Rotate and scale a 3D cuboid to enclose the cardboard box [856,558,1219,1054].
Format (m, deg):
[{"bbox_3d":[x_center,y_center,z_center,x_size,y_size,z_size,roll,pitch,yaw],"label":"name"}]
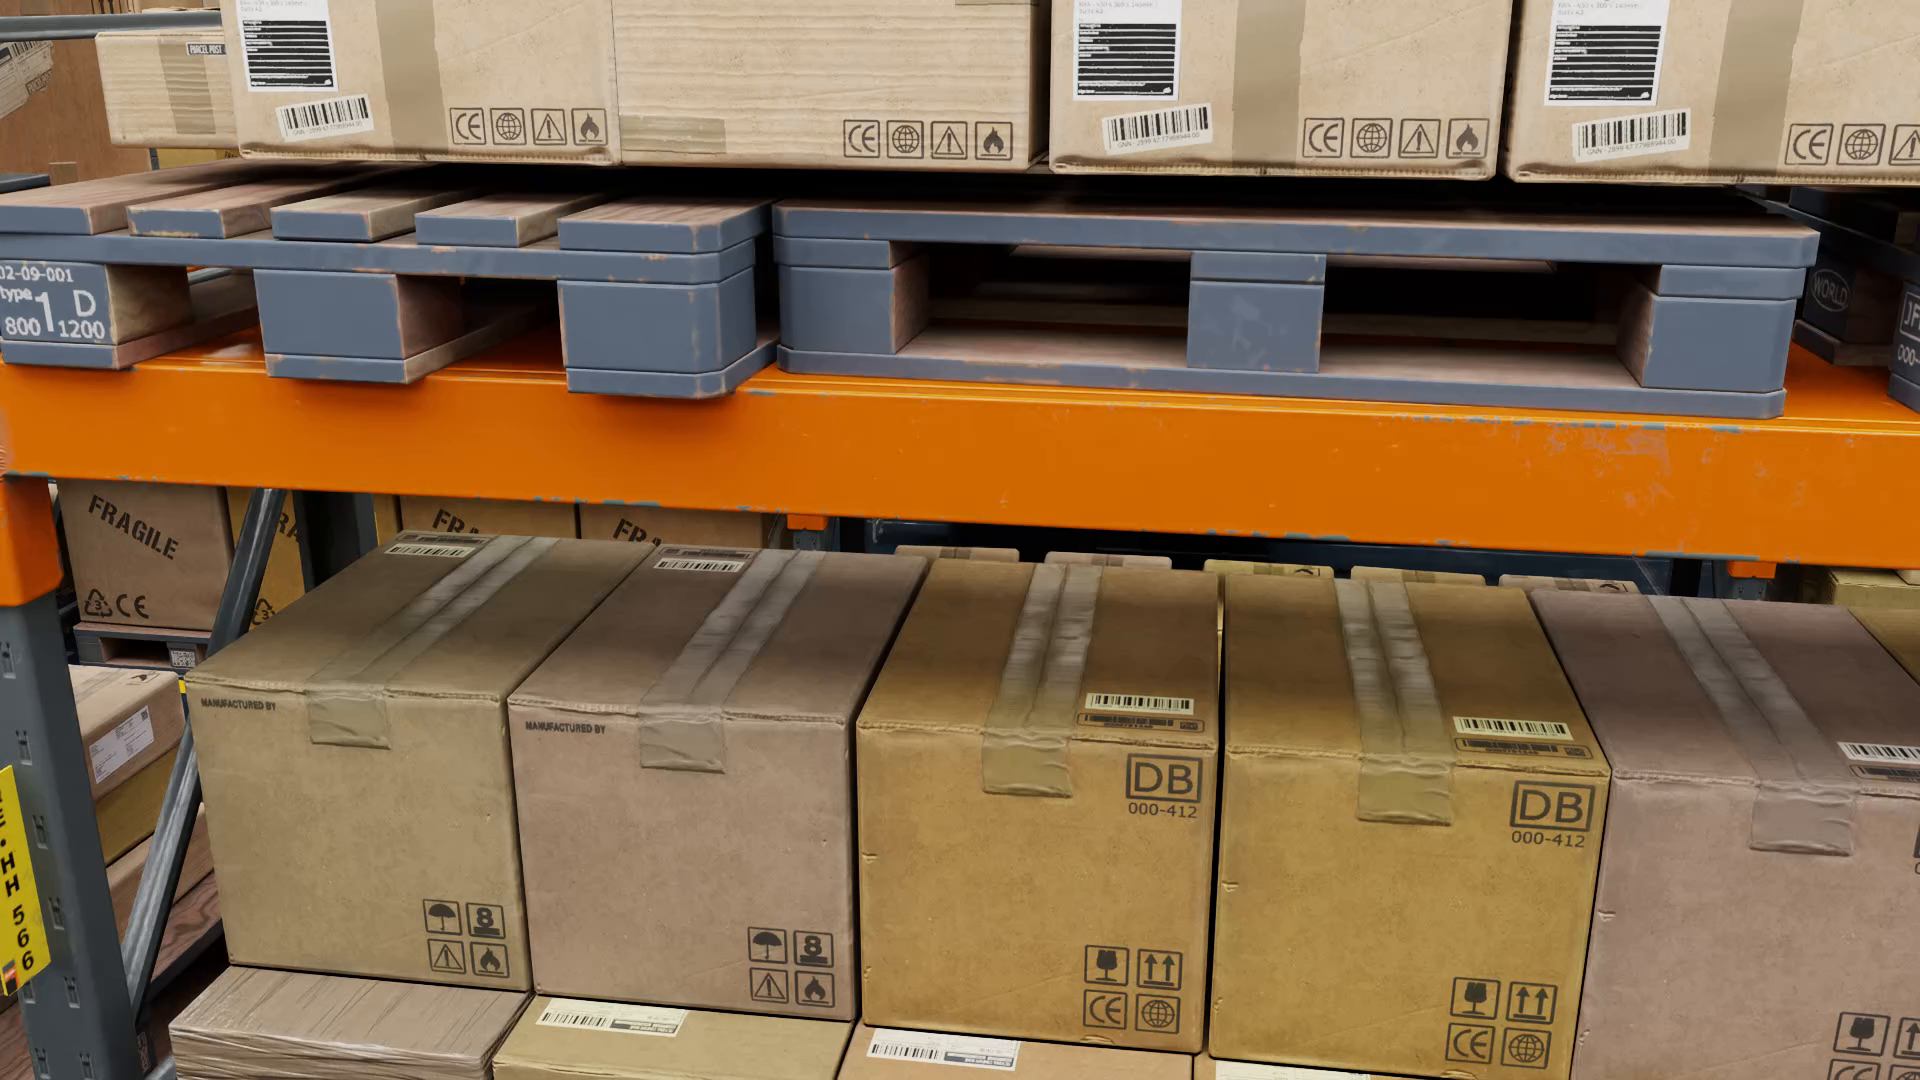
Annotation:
[{"bbox_3d":[0.152,0.388,2.683,0.500,0.500,0.700,3,19,8],"label":"cardboard box"}]

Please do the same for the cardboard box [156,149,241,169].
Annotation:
[{"bbox_3d":[-5.840,-2.923,12.898,0.500,0.500,0.500,3,19,10],"label":"cardboard box"}]

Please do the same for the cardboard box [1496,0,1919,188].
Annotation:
[{"bbox_3d":[0.887,-0.611,1.996,0.500,0.311,0.500,2,19,7],"label":"cardboard box"}]

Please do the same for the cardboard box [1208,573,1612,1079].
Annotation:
[{"bbox_3d":[0.656,0.413,2.607,0.500,0.500,0.700,3,19,8],"label":"cardboard box"}]

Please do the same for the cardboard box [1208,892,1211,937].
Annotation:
[{"bbox_3d":[0.683,0.800,3.028,0.500,0.500,0.500,3,19,10],"label":"cardboard box"}]

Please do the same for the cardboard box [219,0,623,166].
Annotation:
[{"bbox_3d":[-0.617,-0.688,2.226,0.500,0.311,0.500,3,19,9],"label":"cardboard box"}]

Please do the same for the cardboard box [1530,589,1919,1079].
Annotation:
[{"bbox_3d":[1.155,0.439,2.530,0.500,0.500,0.700,3,19,9],"label":"cardboard box"}]

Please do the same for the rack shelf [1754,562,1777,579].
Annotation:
[{"bbox_3d":[5.313,-0.079,6.946,4.000,0.370,1.077,3,19,9],"label":"rack shelf"}]

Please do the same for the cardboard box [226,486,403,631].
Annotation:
[{"bbox_3d":[-3.042,-0.066,8.460,0.875,0.875,0.875,3,19,10],"label":"cardboard box"}]

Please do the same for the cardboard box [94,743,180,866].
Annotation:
[{"bbox_3d":[-1.742,0.525,3.271,0.250,0.149,0.380,4,19,11],"label":"cardboard box"}]

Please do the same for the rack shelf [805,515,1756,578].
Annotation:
[{"bbox_3d":[1.364,-0.281,7.548,4.000,0.370,1.077,3,19,9],"label":"rack shelf"}]

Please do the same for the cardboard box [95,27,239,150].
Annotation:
[{"bbox_3d":[-0.992,-0.650,2.366,0.250,0.149,0.380,2,19,6],"label":"cardboard box"}]

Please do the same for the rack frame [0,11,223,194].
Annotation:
[{"bbox_3d":[-1.296,-2.011,2.133,0.127,3.000,1.000,3,19,9],"label":"rack frame"}]

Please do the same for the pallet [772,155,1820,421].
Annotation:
[{"bbox_3d":[0.452,-0.428,2.426,1.213,0.211,1.003,4,19,11],"label":"pallet"}]

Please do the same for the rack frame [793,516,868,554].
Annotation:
[{"bbox_3d":[-0.611,-0.722,7.735,0.127,3.000,1.000,3,19,9],"label":"rack frame"}]

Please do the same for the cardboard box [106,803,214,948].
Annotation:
[{"bbox_3d":[-1.706,0.668,3.314,0.250,0.149,0.380,3,19,8],"label":"cardboard box"}]

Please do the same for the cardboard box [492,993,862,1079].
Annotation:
[{"bbox_3d":[-0.394,0.918,2.675,0.500,0.500,0.500,3,19,8],"label":"cardboard box"}]

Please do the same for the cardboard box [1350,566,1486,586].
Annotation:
[{"bbox_3d":[2.110,0.465,7.665,0.625,0.372,0.950,4,19,12],"label":"cardboard box"}]

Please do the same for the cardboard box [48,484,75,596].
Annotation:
[{"bbox_3d":[-5.163,0.027,8.871,0.875,0.438,0.875,3,19,8],"label":"cardboard box"}]

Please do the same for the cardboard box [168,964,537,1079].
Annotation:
[{"bbox_3d":[-0.896,0.893,2.749,0.500,0.500,0.500,3,19,9],"label":"cardboard box"}]

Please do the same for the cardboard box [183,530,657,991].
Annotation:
[{"bbox_3d":[-0.855,0.338,2.833,0.500,0.500,0.700,3,19,8],"label":"cardboard box"}]

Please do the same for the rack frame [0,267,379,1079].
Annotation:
[{"bbox_3d":[-1.296,0.833,3.085,0.127,3.000,1.000,3,19,9],"label":"rack frame"}]

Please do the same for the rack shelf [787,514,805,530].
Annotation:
[{"bbox_3d":[-2.586,-0.482,8.150,4.000,0.370,1.077,3,19,9],"label":"rack shelf"}]

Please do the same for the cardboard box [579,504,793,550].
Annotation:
[{"bbox_3d":[-1.280,0.025,8.187,0.875,0.875,0.875,3,19,8],"label":"cardboard box"}]

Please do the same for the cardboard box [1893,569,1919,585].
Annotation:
[{"bbox_3d":[3.992,0.060,6.864,0.250,0.149,0.380,3,19,9],"label":"cardboard box"}]

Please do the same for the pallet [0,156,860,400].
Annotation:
[{"bbox_3d":[-0.652,-0.484,2.592,1.003,0.211,1.213,4,19,11],"label":"pallet"}]

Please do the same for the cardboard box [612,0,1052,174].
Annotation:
[{"bbox_3d":[-0.122,-0.634,2.160,0.500,0.250,0.500,3,19,10],"label":"cardboard box"}]

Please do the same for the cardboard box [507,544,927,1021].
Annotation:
[{"bbox_3d":[-0.355,0.363,2.759,0.500,0.500,0.700,3,19,8],"label":"cardboard box"}]

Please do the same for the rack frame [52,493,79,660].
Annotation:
[{"bbox_3d":[-4.560,-0.924,8.336,0.127,3.000,1.000,3,19,9],"label":"rack frame"}]

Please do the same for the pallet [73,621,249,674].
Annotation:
[{"bbox_3d":[-3.787,0.414,8.733,1.213,0.211,1.003,3,19,9],"label":"pallet"}]

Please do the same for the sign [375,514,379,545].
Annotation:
[{"bbox_3d":[-1.212,0.110,3.421,0.005,0.325,0.100,3,19,9],"label":"sign"}]

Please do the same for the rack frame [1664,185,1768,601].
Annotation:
[{"bbox_3d":[3.338,-0.521,7.133,0.127,3.000,1.000,3,19,9],"label":"rack frame"}]

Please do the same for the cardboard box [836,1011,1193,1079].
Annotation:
[{"bbox_3d":[0.104,0.943,2.598,0.500,0.500,0.500,3,19,9],"label":"cardboard box"}]

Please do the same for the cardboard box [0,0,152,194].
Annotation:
[{"bbox_3d":[-1.818,-0.749,2.928,0.500,0.500,0.500,3,19,9],"label":"cardboard box"}]

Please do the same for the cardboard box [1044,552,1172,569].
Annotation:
[{"bbox_3d":[0.675,0.391,7.887,0.625,0.372,0.950,3,19,8],"label":"cardboard box"}]

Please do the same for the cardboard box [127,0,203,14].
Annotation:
[{"bbox_3d":[-3.736,-2.458,7.374,0.500,0.500,0.500,3,19,8],"label":"cardboard box"}]

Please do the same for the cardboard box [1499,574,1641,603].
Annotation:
[{"bbox_3d":[2.820,0.500,7.560,0.625,0.372,0.950,3,19,9],"label":"cardboard box"}]

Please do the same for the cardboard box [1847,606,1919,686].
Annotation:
[{"bbox_3d":[1.654,0.465,2.453,0.500,0.500,0.700,3,19,8],"label":"cardboard box"}]

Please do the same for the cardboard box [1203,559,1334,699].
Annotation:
[{"bbox_3d":[1.423,0.431,7.768,0.625,0.372,0.950,4,19,10],"label":"cardboard box"}]

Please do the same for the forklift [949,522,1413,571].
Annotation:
[{"bbox_3d":[1.487,-1.333,9.669,3.031,2.935,1.130,2,19,6],"label":"forklift"}]

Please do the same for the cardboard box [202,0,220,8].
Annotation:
[{"bbox_3d":[-3.657,-2.525,7.872,0.500,0.311,0.500,3,19,9],"label":"cardboard box"}]

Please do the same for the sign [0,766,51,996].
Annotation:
[{"bbox_3d":[-1.373,0.492,2.404,0.005,0.325,0.100,3,19,9],"label":"sign"}]

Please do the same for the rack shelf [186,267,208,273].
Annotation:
[{"bbox_3d":[-3.271,-0.349,3.024,4.000,0.370,1.077,3,19,9],"label":"rack shelf"}]

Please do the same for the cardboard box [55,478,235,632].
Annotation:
[{"bbox_3d":[-3.936,-0.109,8.589,0.875,0.875,0.875,4,19,10],"label":"cardboard box"}]

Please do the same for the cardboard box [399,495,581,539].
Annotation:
[{"bbox_3d":[-2.160,-0.021,8.325,0.875,0.875,0.875,3,19,9],"label":"cardboard box"}]

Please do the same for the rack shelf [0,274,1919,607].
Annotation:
[{"bbox_3d":[0.678,-0.147,2.422,4.000,0.370,1.077,3,19,9],"label":"rack shelf"}]

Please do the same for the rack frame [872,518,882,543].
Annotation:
[{"bbox_3d":[-0.516,-0.590,10.175,0.015,1.200,0.240,2,19,6],"label":"rack frame"}]

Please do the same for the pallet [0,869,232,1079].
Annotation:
[{"bbox_3d":[-2.017,0.922,3.123,1.003,0.211,1.213,3,19,9],"label":"pallet"}]

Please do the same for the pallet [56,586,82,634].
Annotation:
[{"bbox_3d":[-5.299,0.336,8.967,1.213,0.211,1.003,3,19,9],"label":"pallet"}]

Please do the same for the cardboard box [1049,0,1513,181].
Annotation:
[{"bbox_3d":[0.385,-0.637,2.073,0.500,0.311,0.500,3,19,8],"label":"cardboard box"}]

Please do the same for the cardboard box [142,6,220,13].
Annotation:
[{"bbox_3d":[-3.367,-2.261,7.313,0.250,0.166,0.380,2,19,5],"label":"cardboard box"}]

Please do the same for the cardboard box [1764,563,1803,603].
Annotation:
[{"bbox_3d":[3.965,0.174,7.546,0.500,0.500,0.500,3,19,8],"label":"cardboard box"}]

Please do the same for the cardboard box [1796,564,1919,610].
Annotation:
[{"bbox_3d":[3.878,0.342,7.042,0.500,0.500,0.500,4,19,11],"label":"cardboard box"}]

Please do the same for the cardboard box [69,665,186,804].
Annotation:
[{"bbox_3d":[-1.726,0.387,3.215,0.250,0.149,0.380,3,19,9],"label":"cardboard box"}]

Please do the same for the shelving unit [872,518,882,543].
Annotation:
[{"bbox_3d":[-0.274,-0.581,10.147,0.503,1.200,0.258,2,19,6],"label":"shelving unit"}]

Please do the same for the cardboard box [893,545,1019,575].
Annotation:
[{"bbox_3d":[-0.055,0.356,7.991,0.625,0.372,0.950,2,19,5],"label":"cardboard box"}]

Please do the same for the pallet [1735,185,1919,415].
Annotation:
[{"bbox_3d":[1.740,-0.328,2.129,1.217,0.209,0.805,2,19,6],"label":"pallet"}]

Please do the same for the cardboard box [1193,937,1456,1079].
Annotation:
[{"bbox_3d":[0.596,0.969,2.521,0.500,0.500,0.500,3,19,8],"label":"cardboard box"}]
